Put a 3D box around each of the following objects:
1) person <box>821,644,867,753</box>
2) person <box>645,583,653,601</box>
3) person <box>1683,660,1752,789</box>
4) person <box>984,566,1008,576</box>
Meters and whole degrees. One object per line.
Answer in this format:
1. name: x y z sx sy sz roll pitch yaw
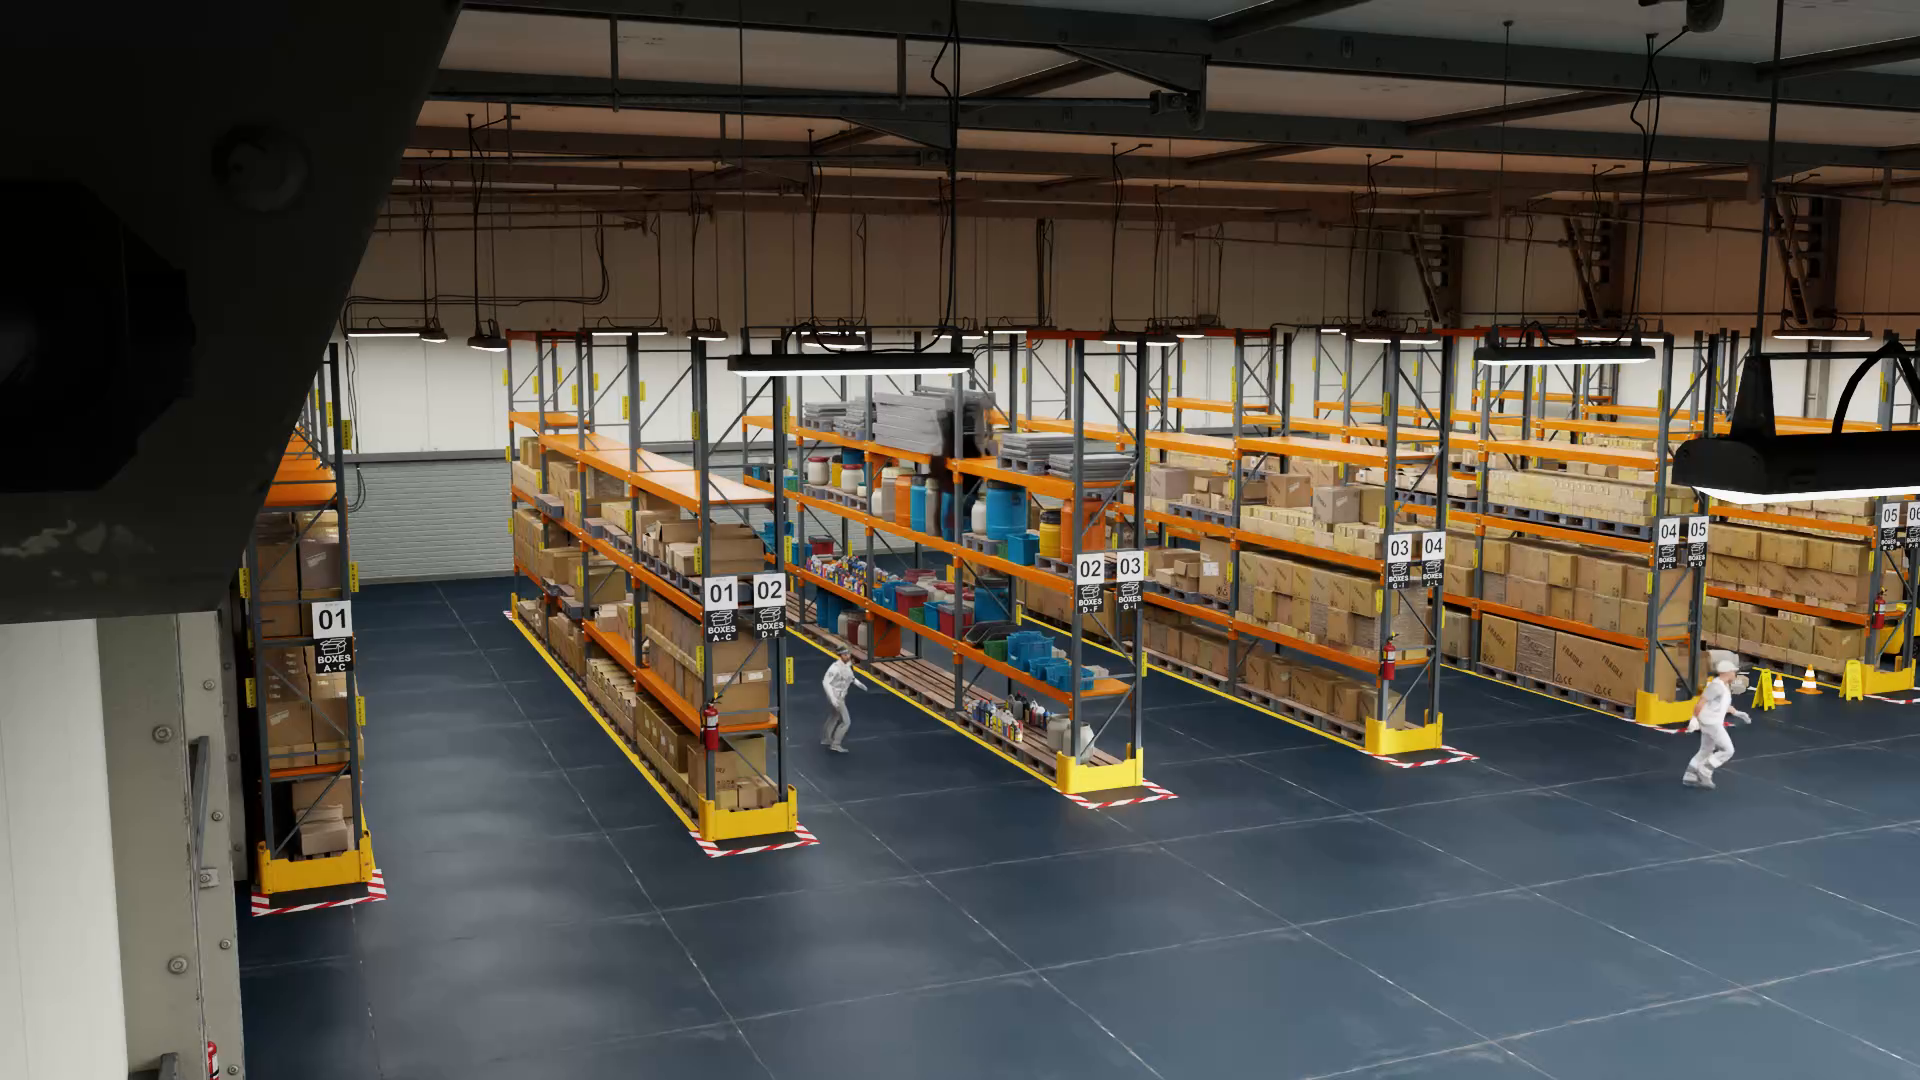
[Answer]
1. person: -1.728 2.277 24.160 0.762 1.620 0.636 2 8 13
2. person: -6.213 0.899 33.651 0.666 1.834 0.768 -5 9 -34
3. person: 10.097 2.454 22.129 0.790 1.729 0.657 4 9 24
4. person: 0.800 0.943 33.242 0.677 1.780 0.847 -2 8 -15
